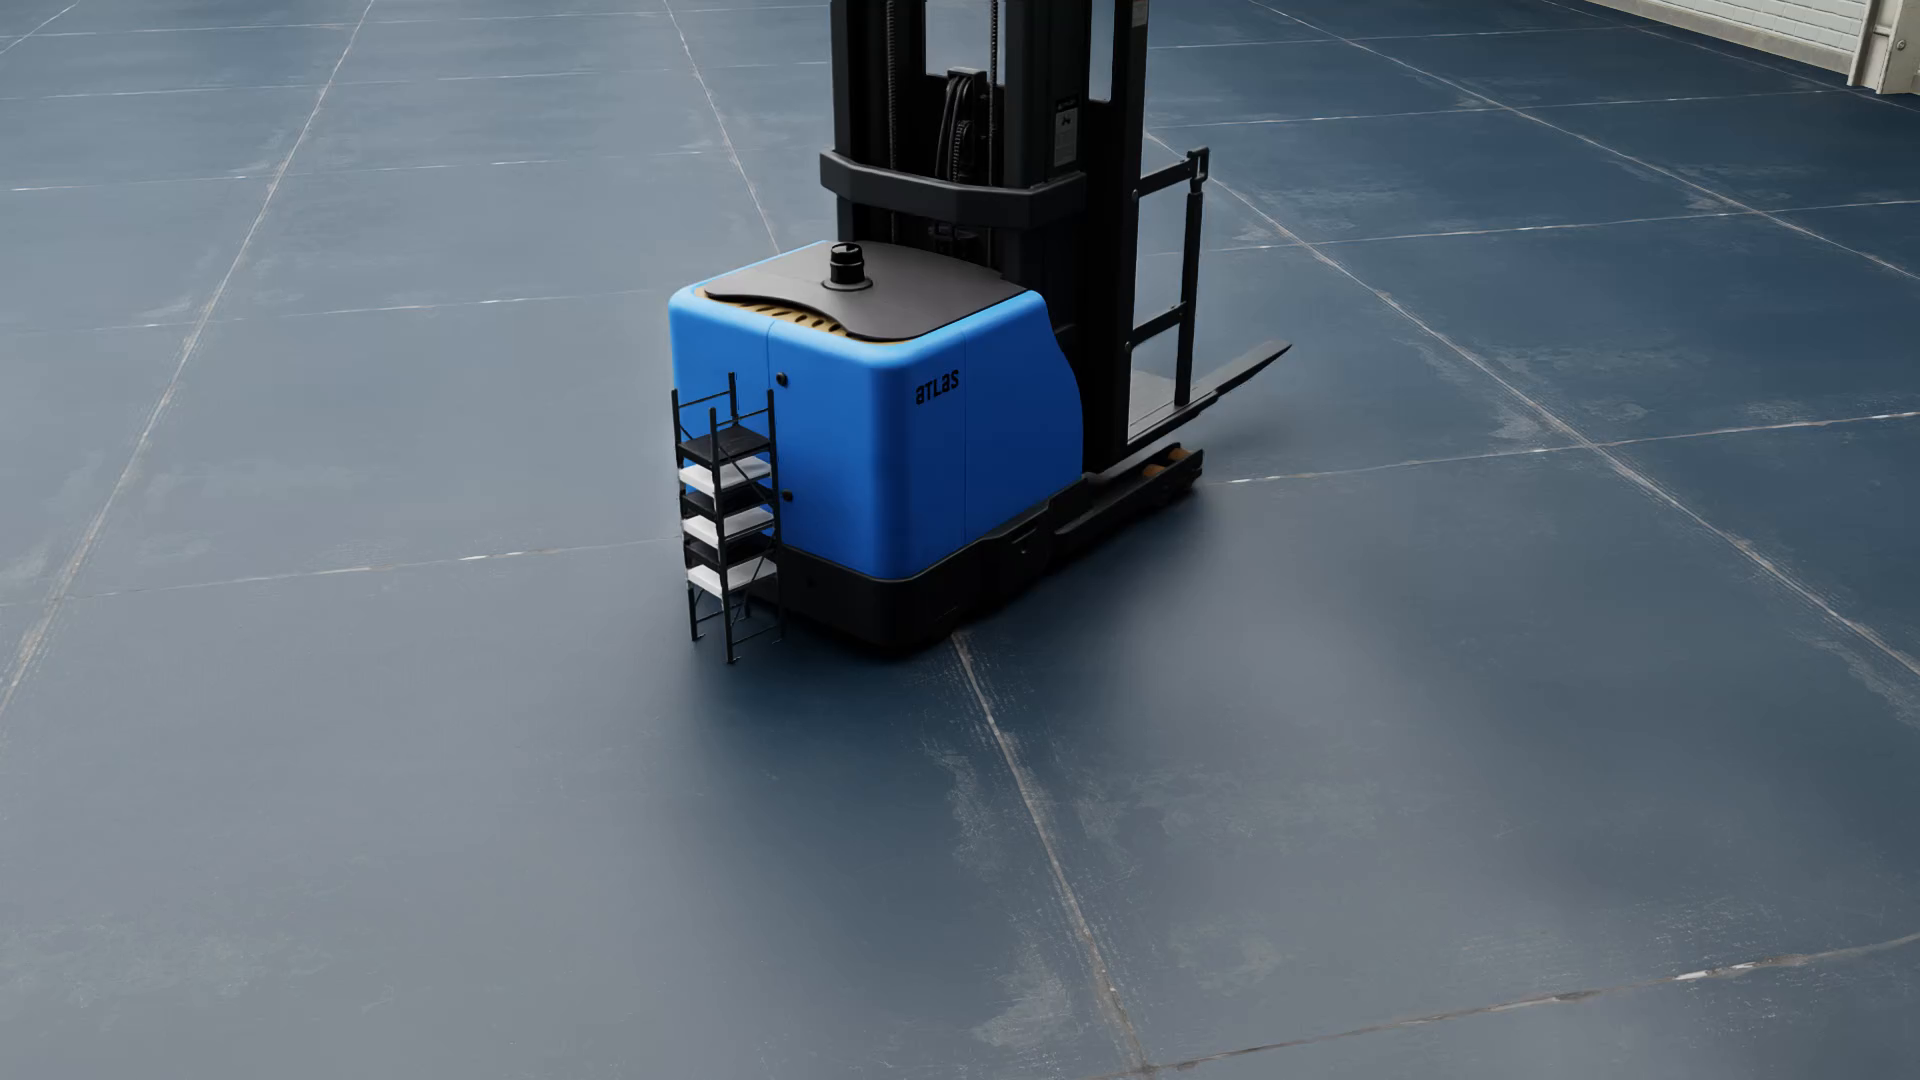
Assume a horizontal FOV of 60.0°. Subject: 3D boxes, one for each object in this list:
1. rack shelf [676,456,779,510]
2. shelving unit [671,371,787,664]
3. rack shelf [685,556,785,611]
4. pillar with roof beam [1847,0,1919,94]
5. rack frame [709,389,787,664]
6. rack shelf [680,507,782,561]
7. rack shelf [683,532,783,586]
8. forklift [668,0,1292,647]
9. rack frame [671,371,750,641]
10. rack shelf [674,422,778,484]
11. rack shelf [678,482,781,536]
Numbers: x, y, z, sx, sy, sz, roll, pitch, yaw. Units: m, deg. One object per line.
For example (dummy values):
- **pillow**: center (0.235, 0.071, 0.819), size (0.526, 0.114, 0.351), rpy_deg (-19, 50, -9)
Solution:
- **rack shelf**: center (-0.742, -0.198, 5.317), size (0.258, 0.077, 0.200), rpy_deg (-23, 35, -37)
- **shelving unit**: center (-0.742, -0.067, 5.383), size (0.258, 0.900, 0.210), rpy_deg (-23, 35, -37)
- **rack shelf**: center (-0.742, 0.124, 5.480), size (0.258, 0.077, 0.200), rpy_deg (-23, 35, -37)
- **pillar with roof beam**: center (3.289, -7.257, 10.641), size (9.100, 9.000, 0.400), rpy_deg (-6, 27, -12)
- **rack frame**: center (-0.672, -0.033, 5.317), size (0.240, 0.900, 0.006), rpy_deg (-23, 35, -37)
- **rack shelf**: center (-0.742, -0.037, 5.398), size (0.258, 0.077, 0.200), rpy_deg (-23, 35, -37)
- **rack shelf**: center (-0.742, 0.043, 5.439), size (0.258, 0.077, 0.200), rpy_deg (-23, 35, -37)
- **forklift**: center (0.315, -1.560, 6.088), size (1.130, 2.935, 3.031), rpy_deg (19, 33, 33)
- **rack frame**: center (-0.811, -0.100, 5.450), size (0.240, 0.900, 0.006), rpy_deg (-23, 35, -37)
- **rack shelf**: center (-0.742, -0.278, 5.277), size (0.258, 0.077, 0.200), rpy_deg (-23, 35, -37)
- **rack shelf**: center (-0.742, -0.117, 5.358), size (0.258, 0.077, 0.200), rpy_deg (-23, 35, -37)
